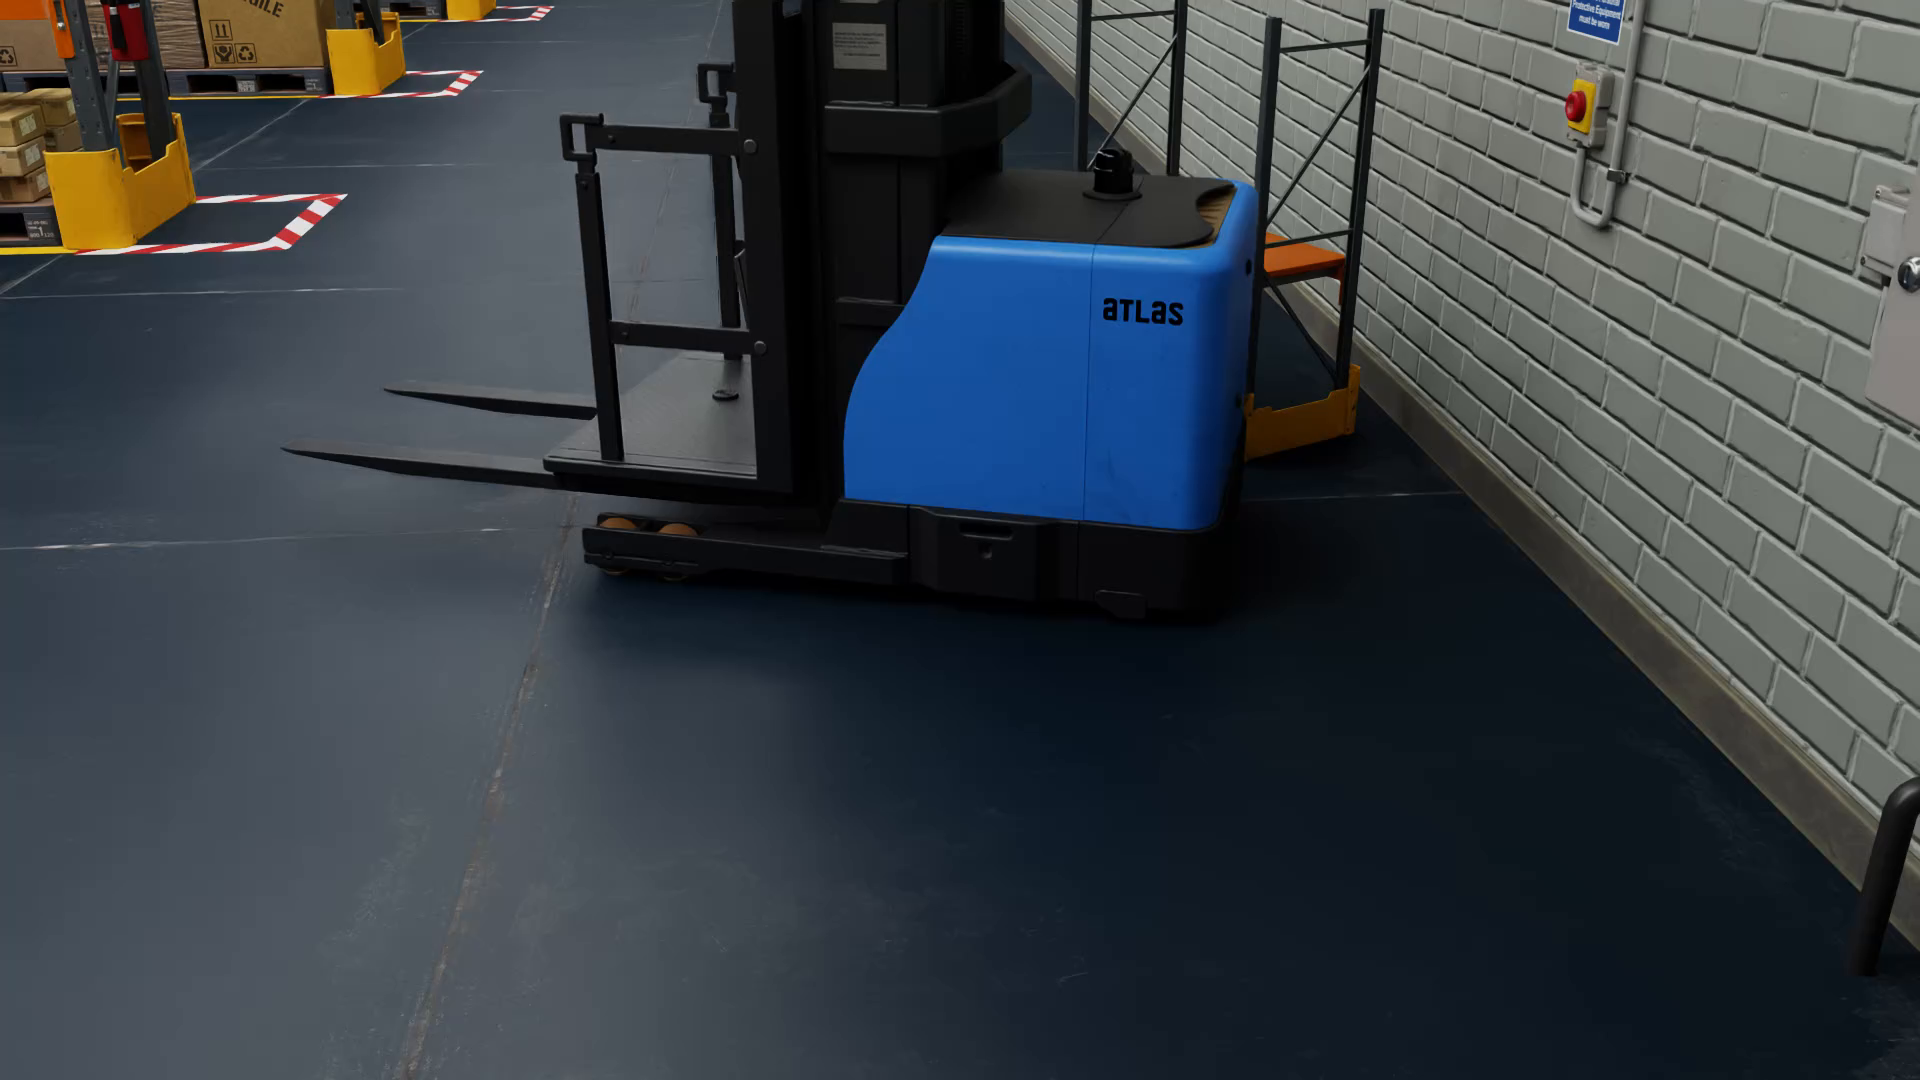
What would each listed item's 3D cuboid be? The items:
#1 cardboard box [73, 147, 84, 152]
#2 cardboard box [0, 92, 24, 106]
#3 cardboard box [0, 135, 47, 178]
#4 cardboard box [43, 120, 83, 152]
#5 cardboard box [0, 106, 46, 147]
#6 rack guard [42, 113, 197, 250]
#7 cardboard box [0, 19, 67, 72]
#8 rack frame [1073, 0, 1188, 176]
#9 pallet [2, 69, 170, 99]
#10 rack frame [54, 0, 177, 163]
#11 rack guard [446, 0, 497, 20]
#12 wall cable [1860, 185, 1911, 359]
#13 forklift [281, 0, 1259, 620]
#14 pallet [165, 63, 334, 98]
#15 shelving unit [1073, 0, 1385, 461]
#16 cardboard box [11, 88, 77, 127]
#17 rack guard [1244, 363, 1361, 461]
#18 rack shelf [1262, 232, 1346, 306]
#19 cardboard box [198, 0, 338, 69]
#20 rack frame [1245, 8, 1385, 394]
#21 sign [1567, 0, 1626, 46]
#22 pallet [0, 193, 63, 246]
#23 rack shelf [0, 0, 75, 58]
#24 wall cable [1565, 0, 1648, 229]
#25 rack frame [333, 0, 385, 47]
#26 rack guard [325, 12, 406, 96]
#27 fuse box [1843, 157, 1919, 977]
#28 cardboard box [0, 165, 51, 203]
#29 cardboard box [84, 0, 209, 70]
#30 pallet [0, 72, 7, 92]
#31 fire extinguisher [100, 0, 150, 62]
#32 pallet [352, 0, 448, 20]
[{"bbox_3d":[-5.038,-2.118,9.316,0.250,0.149,0.380,-2,24,-4],"label":"cardboard box"},{"bbox_3d":[-5.302,-2.339,9.079,0.250,0.149,0.380,-2,24,-4],"label":"cardboard box"},{"bbox_3d":[-4.982,-2.009,8.704,0.250,0.149,0.380,-3,24,-7],"label":"cardboard box"},{"bbox_3d":[-5.032,-2.229,9.198,0.250,0.149,0.380,-1,24,-3],"label":"cardboard box"},{"bbox_3d":[-4.987,-2.158,8.673,0.250,0.149,0.380,-2,24,-5],"label":"cardboard box"},{"bbox_3d":[-4.561,-1.975,9.079,0.348,0.500,1.175,-2,24,-5],"label":"rack guard"},{"bbox_3d":[-7.292,-4.221,13.152,0.875,0.875,0.875,-2,24,-5],"label":"cardboard box"},{"bbox_3d":[0.652,-1.382,6.512,0.500,1.500,0.032,-14,28,-29],"label":"rack frame"},{"bbox_3d":[-6.871,-3.744,13.414,1.213,0.211,1.003,-2,24,-5],"label":"pallet"},{"bbox_3d":[-4.485,-3.121,8.578,0.127,3.000,1.000,-2,24,-5],"label":"rack frame"},{"bbox_3d":[-5.336,-5.995,18.123,0.348,0.500,1.175,-2,24,-5],"label":"rack guard"},{"bbox_3d":[1.862,-1.250,3.118,0.122,1.984,0.588,-2,24,-5],"label":"wall cable"},{"bbox_3d":[-0.648,-1.419,4.834,3.031,2.935,1.130,6,25,13],"label":"forklift"},{"bbox_3d":[-5.660,-3.792,13.521,1.213,0.211,1.003,-2,24,-5],"label":"pallet"},{"bbox_3d":[0.929,-1.204,6.113,0.587,1.500,1.083,-14,28,-29],"label":"shelving unit"},{"bbox_3d":[-5.040,-2.398,9.213,0.250,0.149,0.380,-3,24,-8],"label":"cardboard box"},{"bbox_3d":[1.196,-0.462,5.983,0.587,0.250,0.087,-14,28,-29],"label":"rack guard"},{"bbox_3d":[0.924,-1.043,6.193,0.538,0.185,1.000,-14,28,-29],"label":"rack shelf"},{"bbox_3d":[-5.501,-4.293,13.314,0.875,0.875,0.875,-2,24,-5],"label":"cardboard box"},{"bbox_3d":[1.196,-1.033,5.728,0.500,1.500,0.032,-14,28,-29],"label":"rack frame"},{"bbox_3d":[1.767,-1.504,4.608,0.001,0.218,0.327,-2,24,-5],"label":"sign"},{"bbox_3d":[-5.373,-1.825,9.097,1.213,0.211,1.003,-2,24,-5],"label":"pallet"},{"bbox_3d":[-6.475,-2.712,8.544,4.000,0.370,1.077,-2,24,-5],"label":"rack shelf"},{"bbox_3d":[1.711,-1.837,4.401,0.123,1.953,0.585,-2,24,-5],"label":"wall cable"},{"bbox_3d":[-4.872,-5.130,13.098,0.127,3.000,1.000,-2,24,-5],"label":"rack frame"},{"bbox_3d":[-4.848,-3.988,13.607,0.348,0.500,1.175,-2,24,-5],"label":"rack guard"},{"bbox_3d":[1.772,0.085,2.952,0.414,1.711,0.539,-2,24,-5],"label":"fuse box"},{"bbox_3d":[-4.988,-1.905,8.835,0.250,0.149,0.380,-2,24,-4],"label":"cardboard box"},{"bbox_3d":[-6.407,-4.256,13.232,0.875,0.875,0.875,-2,24,-5],"label":"cardboard box"},{"bbox_3d":[-8.088,-3.694,13.302,1.213,0.211,1.003,-2,24,-5],"label":"pallet"},{"bbox_3d":[-4.189,-2.738,8.272,0.183,0.674,0.296,-2,24,-5],"label":"fire extinguisher"},{"bbox_3d":[-6.183,-5.840,18.129,1.213,0.211,1.003,-2,24,-5],"label":"pallet"}]
